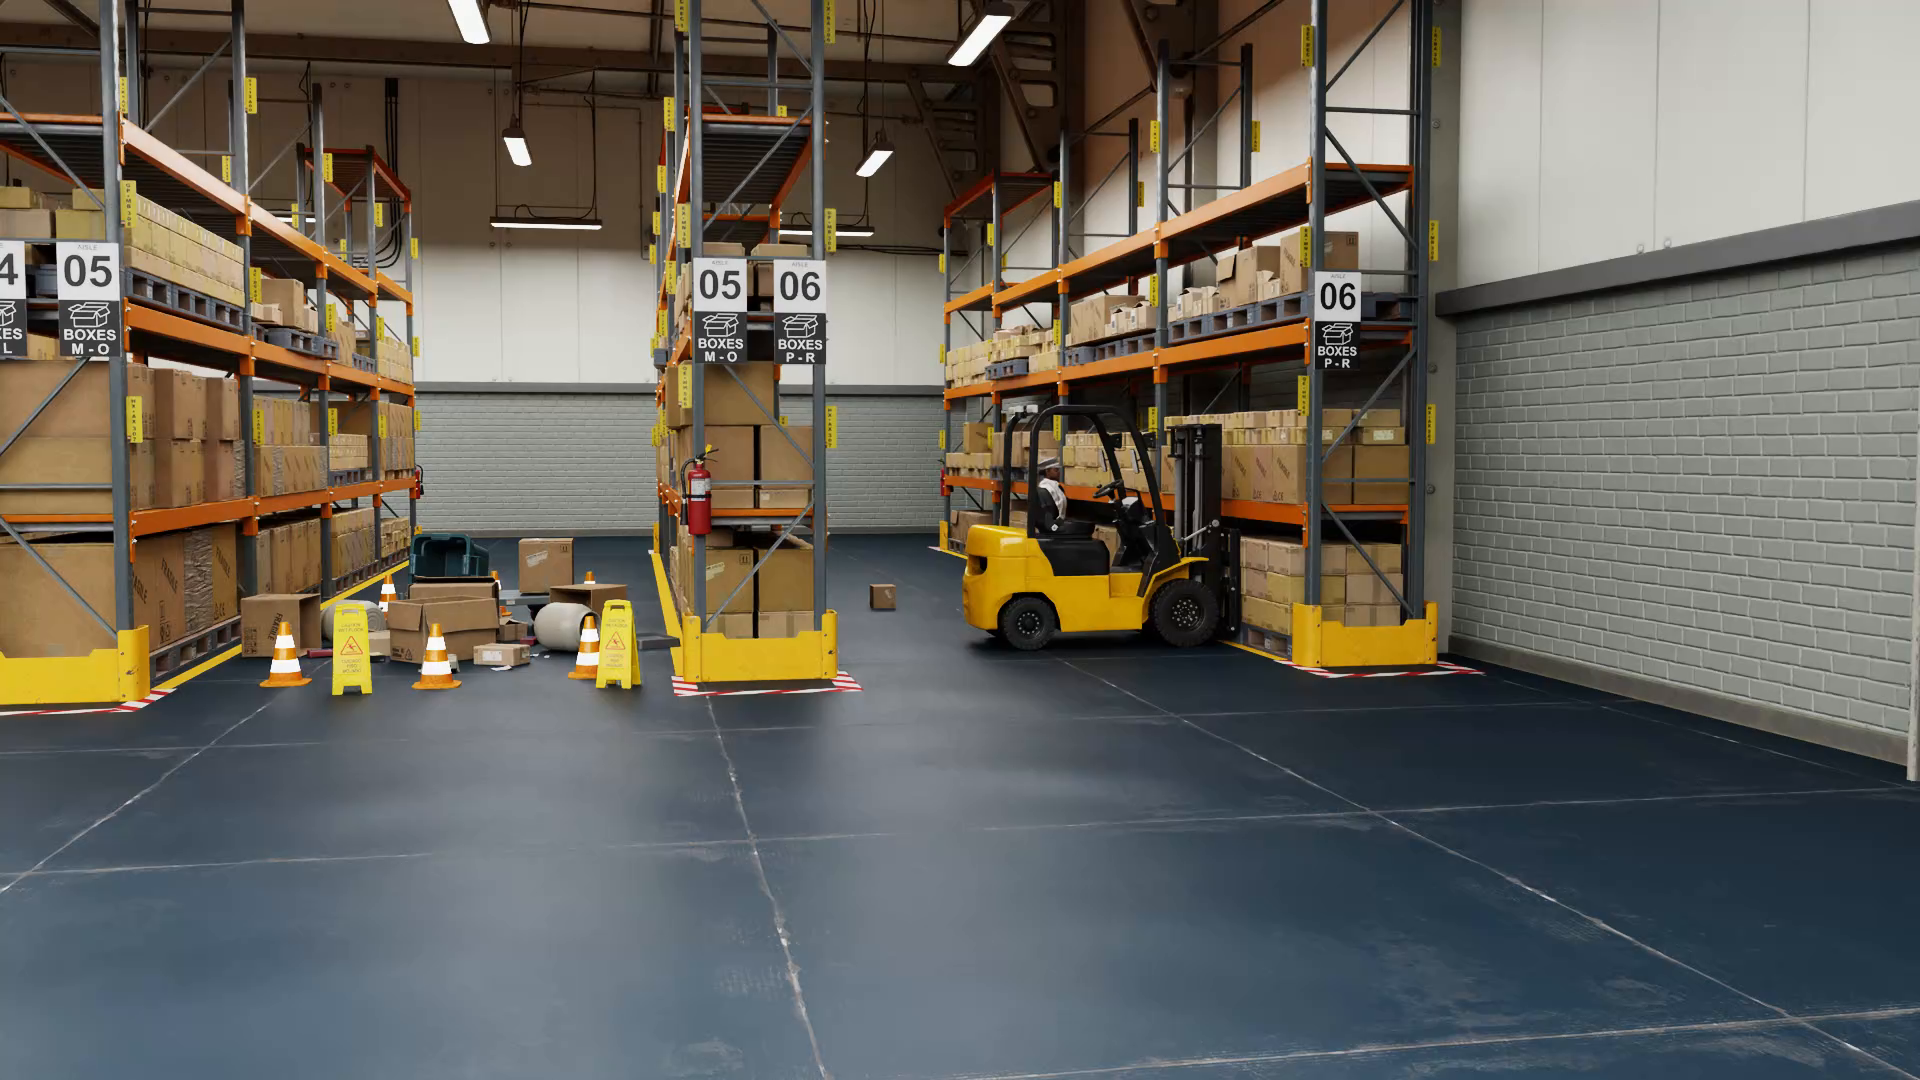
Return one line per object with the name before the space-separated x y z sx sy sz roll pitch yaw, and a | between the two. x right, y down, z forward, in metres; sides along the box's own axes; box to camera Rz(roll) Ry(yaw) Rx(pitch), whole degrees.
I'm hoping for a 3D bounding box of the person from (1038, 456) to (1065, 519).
person | 1.001 -0.429 18.232 0.308 0.983 0.436 1 3 12
